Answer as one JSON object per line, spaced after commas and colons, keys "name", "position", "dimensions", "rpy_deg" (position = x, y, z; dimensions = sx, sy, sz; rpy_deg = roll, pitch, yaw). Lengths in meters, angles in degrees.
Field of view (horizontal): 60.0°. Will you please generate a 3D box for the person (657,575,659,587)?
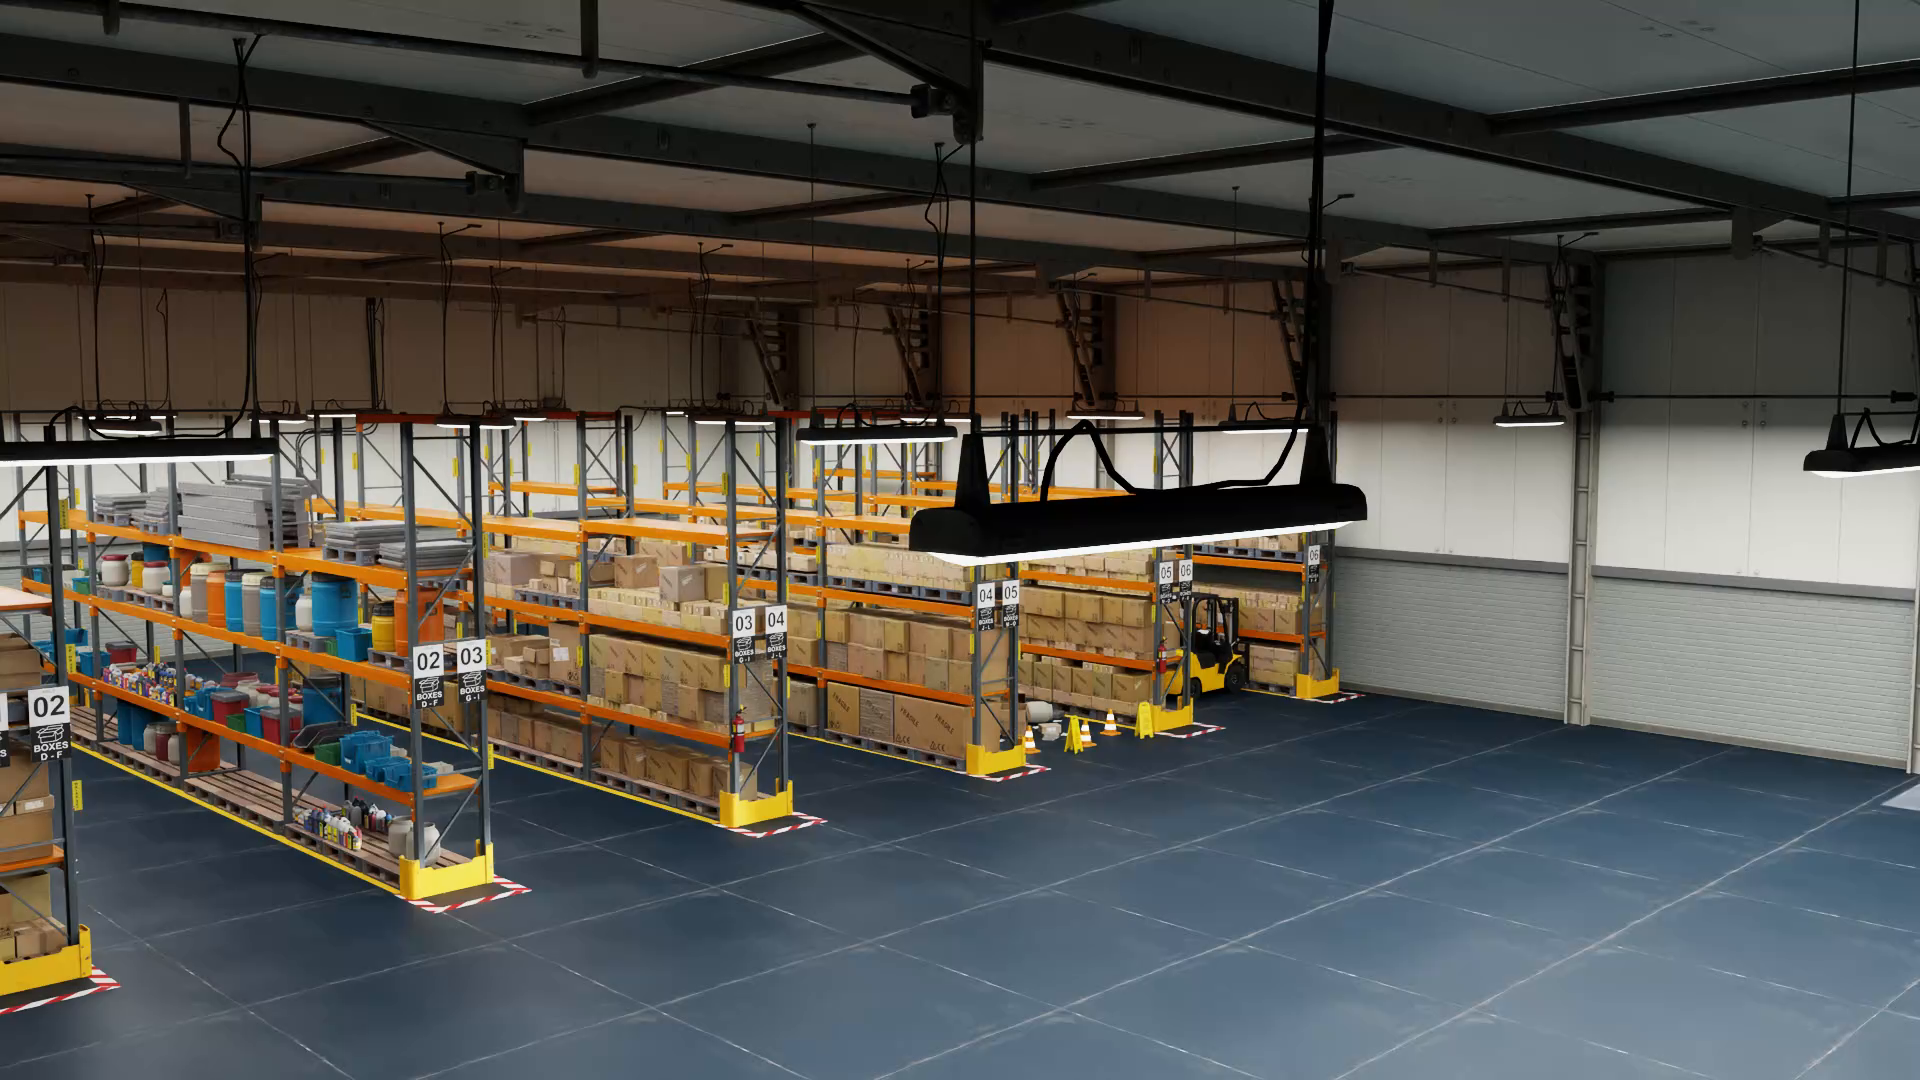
{"name": "person", "position": [-8.296, 1.513, 45.530], "dimensions": [0.533, 1.708, 0.564], "rpy_deg": [3, 6, 31]}
